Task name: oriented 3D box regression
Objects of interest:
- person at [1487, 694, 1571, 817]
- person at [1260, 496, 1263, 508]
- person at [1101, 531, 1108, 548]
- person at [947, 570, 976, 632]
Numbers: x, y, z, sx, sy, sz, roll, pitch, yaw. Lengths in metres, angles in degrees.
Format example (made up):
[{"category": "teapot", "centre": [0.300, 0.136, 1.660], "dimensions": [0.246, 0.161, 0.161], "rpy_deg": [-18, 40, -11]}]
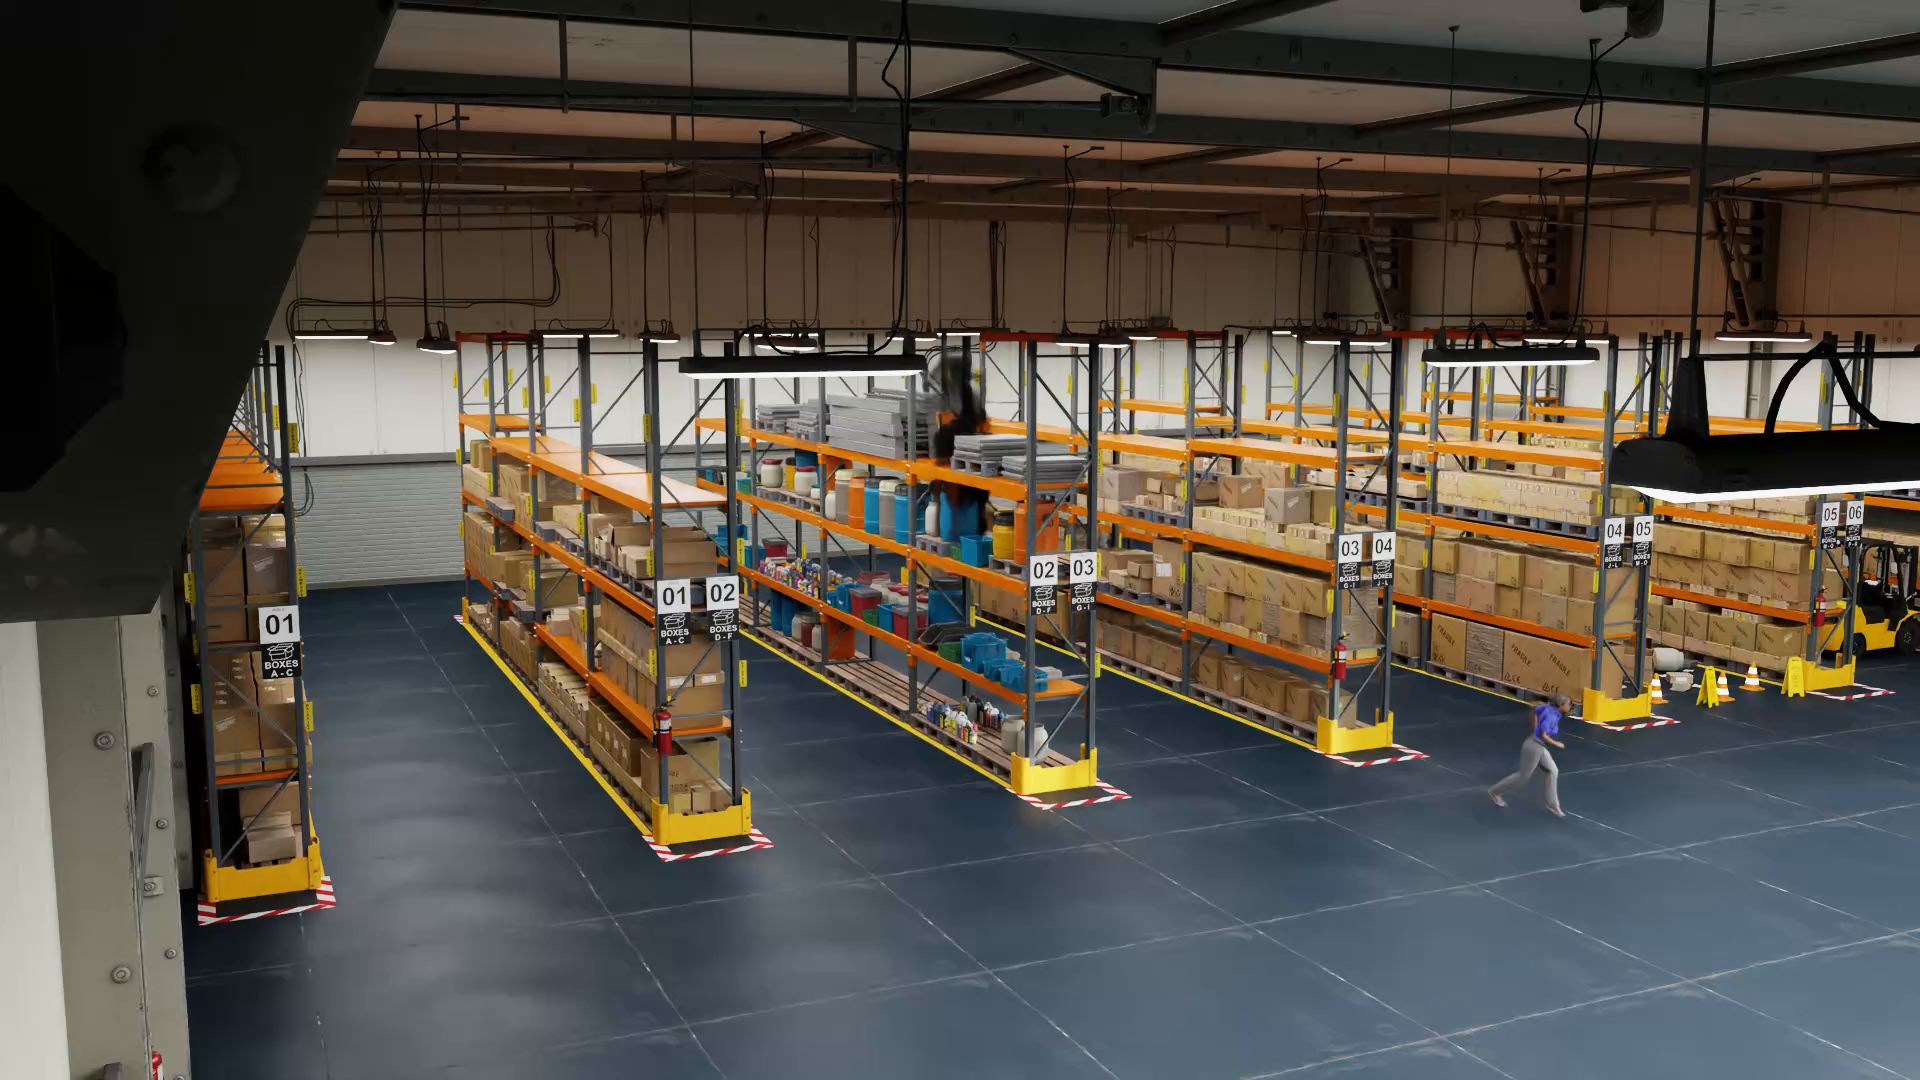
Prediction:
[{"category": "person", "centre": [7.258, 2.726, 21.232], "dimensions": [0.972, 1.616, 0.615], "rpy_deg": [2, 8, 15]}, {"category": "person", "centre": [7.987, -0.452, 43.960], "dimensions": [0.627, 1.741, 0.656], "rpy_deg": [-5, 9, -33]}, {"category": "person", "centre": [3.519, -0.174, 42.119], "dimensions": [0.836, 1.711, 0.587], "rpy_deg": [-8, 11, -44]}, {"category": "person", "centre": [0.014, 0.904, 33.592], "dimensions": [0.643, 1.829, 0.850], "rpy_deg": [-4, 9, -30]}]
